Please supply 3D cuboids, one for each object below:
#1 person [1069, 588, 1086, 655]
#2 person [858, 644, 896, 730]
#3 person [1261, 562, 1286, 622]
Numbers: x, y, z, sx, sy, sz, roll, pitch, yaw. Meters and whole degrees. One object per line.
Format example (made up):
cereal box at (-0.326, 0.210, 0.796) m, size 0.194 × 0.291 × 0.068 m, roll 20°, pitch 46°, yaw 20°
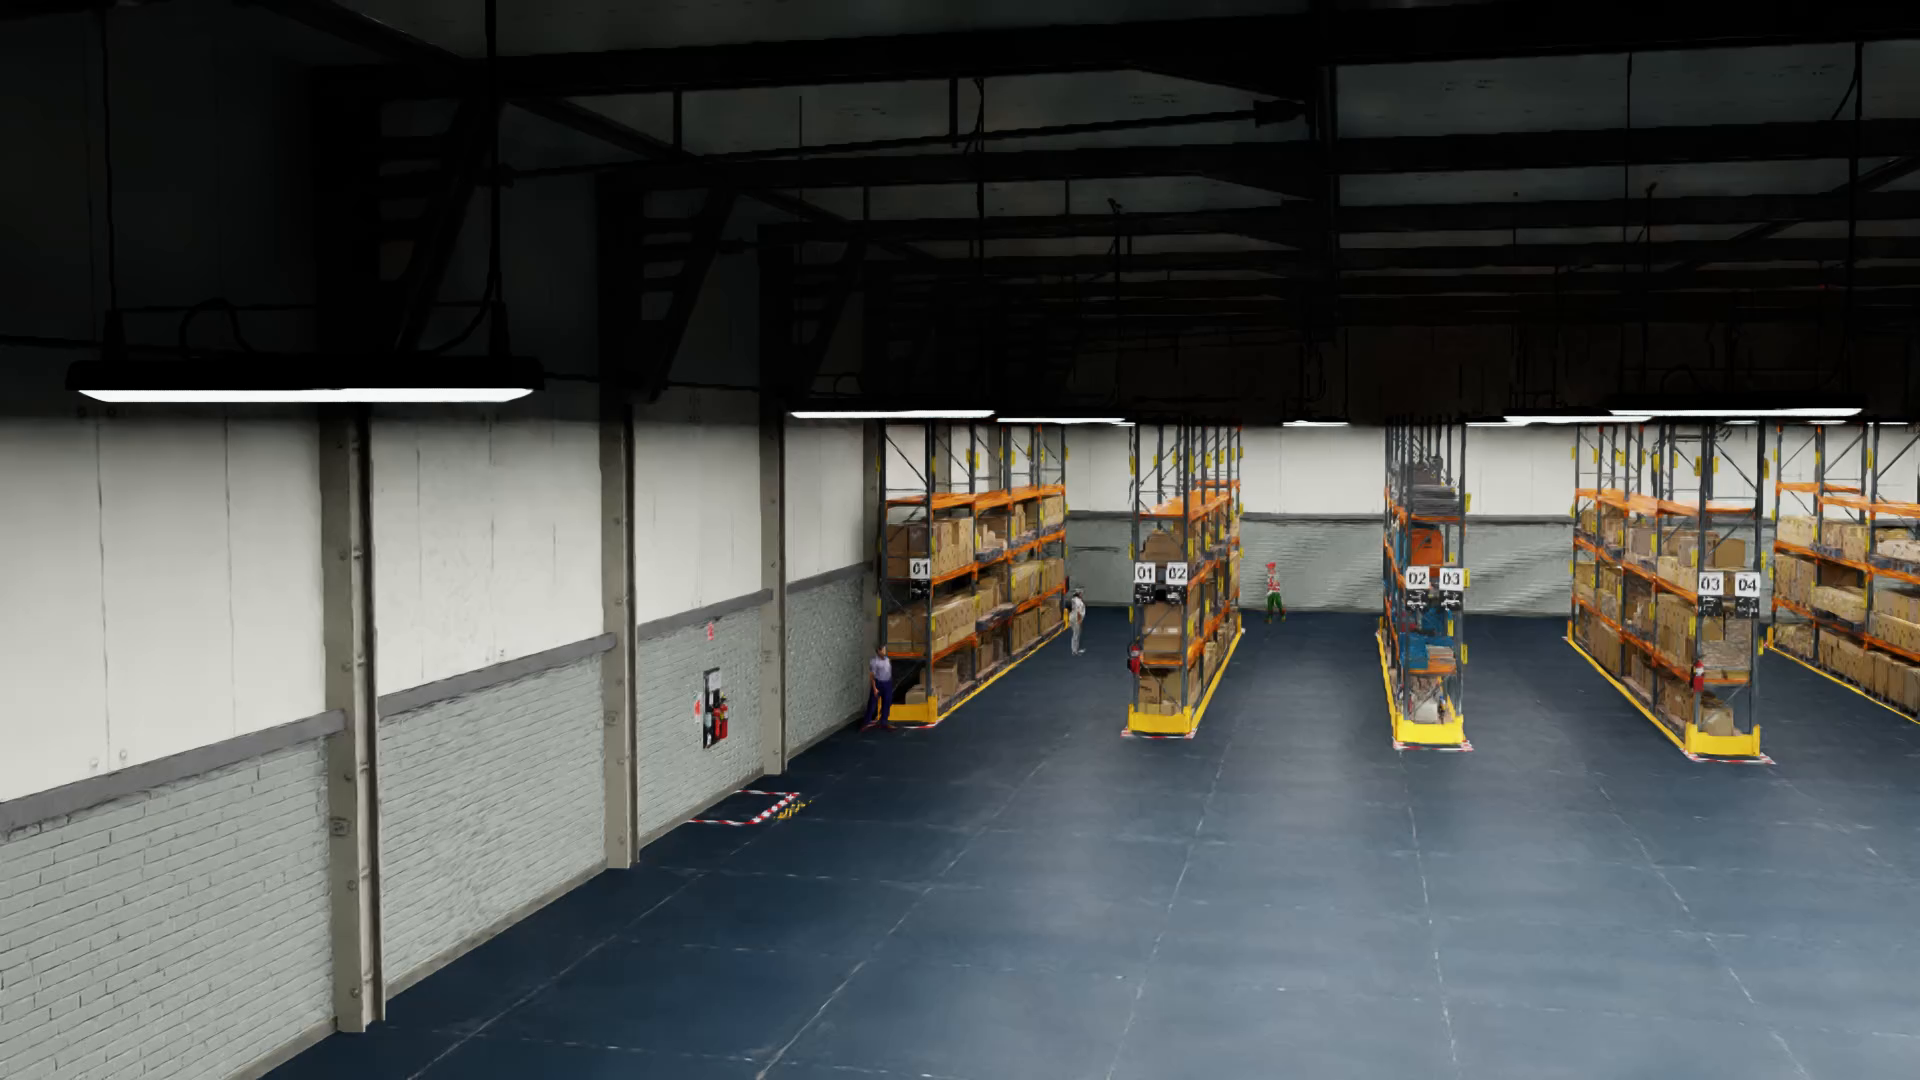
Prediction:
person at (2.986, 2.040, 41.957) m, size 0.460 × 1.667 × 0.572 m, roll -1°, pitch 4°, yaw -8°
person at (-1.588, 2.789, 31.421) m, size 0.686 × 1.633 × 0.466 m, roll -3°, pitch 5°, yaw -40°
person at (9.257, 1.530, 48.991) m, size 0.712 × 1.786 × 0.550 m, roll -1°, pitch 4°, yaw -17°
